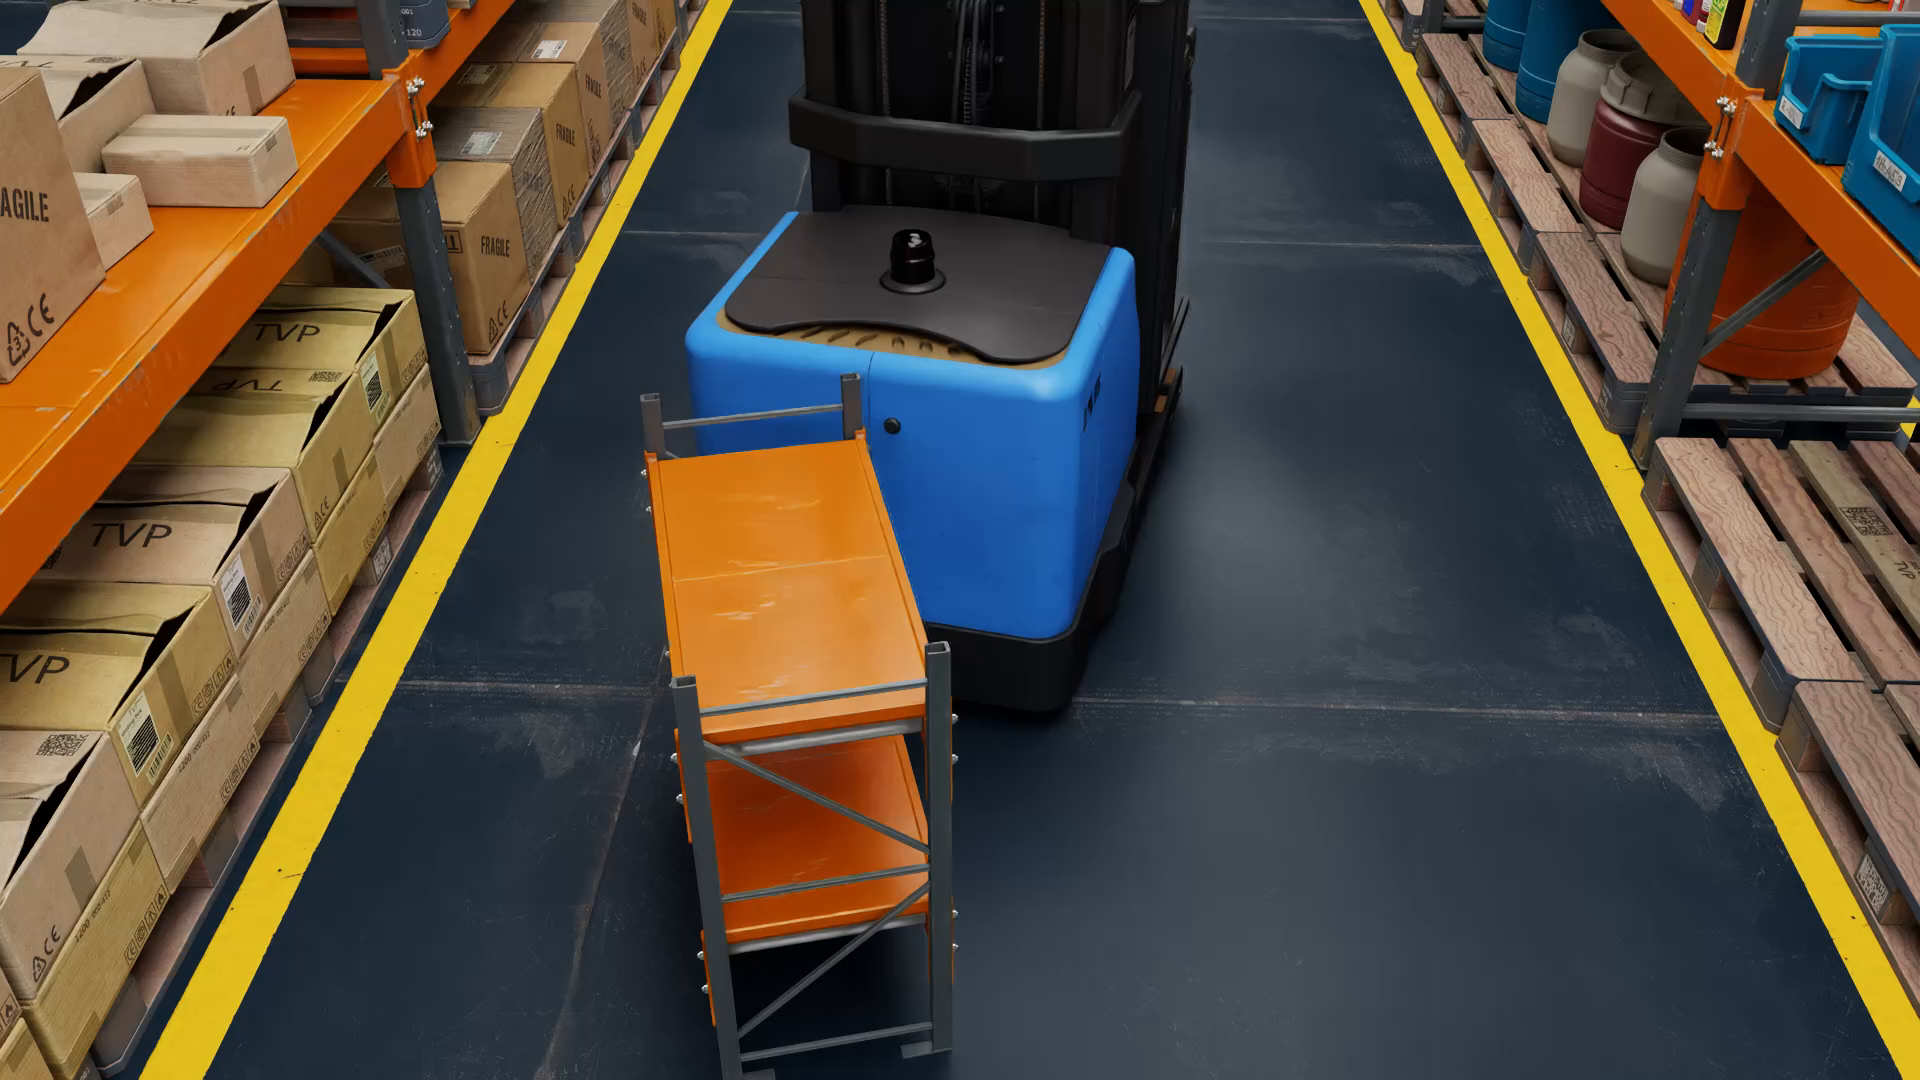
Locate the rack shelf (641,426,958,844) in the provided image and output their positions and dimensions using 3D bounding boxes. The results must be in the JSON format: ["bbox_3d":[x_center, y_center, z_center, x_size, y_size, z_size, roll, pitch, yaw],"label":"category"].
[{"bbox_3d":[-0.370,0.157,3.539,0.538,0.278,1.000,-7,36,-10],"label":"rack shelf"}]

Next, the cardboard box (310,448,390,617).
[{"bbox_3d":[-1.964,-0.034,4.716,0.500,0.250,0.500,1,35,1],"label":"cardboard box"}]

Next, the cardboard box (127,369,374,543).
[{"bbox_3d":[-1.959,-0.262,4.553,0.500,0.311,0.500,1,35,1],"label":"cardboard box"}]

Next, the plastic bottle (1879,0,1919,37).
[{"bbox_3d":[2.968,-1.669,5.124,0.152,0.276,0.135,1,35,2],"label":"plastic bottle"}]

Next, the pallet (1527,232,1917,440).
[{"bbox_3d":[2.770,-0.788,6.188,1.003,0.211,1.213,1,35,2],"label":"pallet"}]

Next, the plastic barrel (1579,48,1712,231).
[{"bbox_3d":[2.828,-1.590,6.636,0.600,0.588,0.708,1,35,2],"label":"plastic barrel"}]

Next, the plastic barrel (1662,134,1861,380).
[{"bbox_3d":[2.782,-1.040,5.644,0.600,0.830,0.708,1,35,2],"label":"plastic barrel"}]

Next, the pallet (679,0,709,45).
[{"bbox_3d":[-1.980,-3.143,9.539,1.003,0.211,1.213,1,35,2],"label":"pallet"}]

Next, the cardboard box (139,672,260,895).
[{"bbox_3d":[-2.005,0.550,3.884,0.500,0.250,0.500,2,35,3],"label":"cardboard box"}]

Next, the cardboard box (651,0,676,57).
[{"bbox_3d":[-1.742,-2.757,8.355,0.500,0.500,0.500,1,35,2],"label":"cardboard box"}]

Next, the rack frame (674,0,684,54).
[{"bbox_3d":[-2.009,-3.890,8.176,1.000,3.000,0.127,1,35,2],"label":"rack frame"}]

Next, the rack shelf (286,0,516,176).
[{"bbox_3d":[-2.089,-2.446,6.748,1.077,0.370,4.000,1,35,2],"label":"rack shelf"}]

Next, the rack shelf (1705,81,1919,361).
[{"bbox_3d":[2.699,-0.032,3.312,1.077,0.370,4.000,1,35,2],"label":"rack shelf"}]

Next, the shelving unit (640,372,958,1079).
[{"bbox_3d":[-0.370,0.397,3.707,0.538,1.125,1.048,-7,36,-10],"label":"shelving unit"}]

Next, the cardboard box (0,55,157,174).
[{"bbox_3d":[-2.399,-1.046,4.207,0.500,0.311,0.500,1,35,1],"label":"cardboard box"}]

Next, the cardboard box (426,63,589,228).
[{"bbox_3d":[-1.825,-1.593,6.699,0.500,0.500,0.500,1,35,1],"label":"cardboard box"}]

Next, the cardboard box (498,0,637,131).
[{"bbox_3d":[-1.791,-2.185,7.541,0.500,0.500,0.500,2,35,2],"label":"cardboard box"}]

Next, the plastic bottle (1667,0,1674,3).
[{"bbox_3d":[2.406,-1.890,5.504,0.097,0.201,0.097,0,35,0],"label":"plastic bottle"}]

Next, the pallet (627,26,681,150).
[{"bbox_3d":[-2.004,-2.280,8.311,1.003,0.211,1.213,1,35,2],"label":"pallet"}]

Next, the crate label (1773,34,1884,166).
[{"bbox_3d":[2.388,-1.173,4.456,0.303,0.233,0.416,1,35,2],"label":"crate label"}]

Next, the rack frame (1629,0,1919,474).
[{"bbox_3d":[2.780,-1.475,4.740,1.000,3.000,0.127,1,35,2],"label":"rack frame"}]

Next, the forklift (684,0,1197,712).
[{"bbox_3d":[0.164,-1.583,4.953,1.130,2.935,3.031,9,36,12],"label":"forklift"}]

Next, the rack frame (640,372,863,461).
[{"bbox_3d":[-0.476,0.111,4.114,0.500,1.125,0.032,-7,36,-10],"label":"rack frame"}]

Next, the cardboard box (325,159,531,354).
[{"bbox_3d":[-1.866,-1.004,5.861,0.500,0.500,0.500,3,35,4],"label":"cardboard box"}]

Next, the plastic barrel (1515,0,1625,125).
[{"bbox_3d":[2.873,-2.367,7.470,0.600,0.901,0.708,1,35,2],"label":"plastic barrel"}]

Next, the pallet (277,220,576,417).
[{"bbox_3d":[-2.102,-0.879,6.317,1.003,0.211,1.213,1,35,2],"label":"pallet"}]

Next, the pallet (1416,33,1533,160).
[{"bbox_3d":[2.868,-2.190,8.182,1.003,0.211,1.213,1,35,2],"label":"pallet"}]

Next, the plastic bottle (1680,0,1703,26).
[{"bbox_3d":[2.379,-1.802,5.307,0.061,0.283,0.133,1,35,2],"label":"plastic bottle"}]

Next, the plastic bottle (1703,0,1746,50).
[{"bbox_3d":[2.370,-1.669,5.118,0.061,0.283,0.133,1,35,2],"label":"plastic bottle"}]

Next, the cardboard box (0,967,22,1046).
[{"bbox_3d":[-2.039,0.911,2.883,0.500,0.311,0.500,1,35,1],"label":"cardboard box"}]

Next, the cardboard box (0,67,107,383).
[{"bbox_3d":[-2.220,-0.668,3.505,0.500,0.500,0.500,0,35,-1],"label":"cardboard box"}]

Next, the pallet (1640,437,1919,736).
[{"bbox_3d":[2.710,0.110,4.910,1.003,0.211,1.213,1,35,2],"label":"pallet"}]

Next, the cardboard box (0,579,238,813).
[{"bbox_3d":[-2.004,0.315,3.731,0.500,0.311,0.500,2,35,3],"label":"cardboard box"}]

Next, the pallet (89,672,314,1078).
[{"bbox_3d":[-2.293,0.721,4.041,1.003,0.211,1.213,1,35,2],"label":"pallet"}]

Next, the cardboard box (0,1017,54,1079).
[{"bbox_3d":[-2.044,1.140,3.045,0.500,0.250,0.500,2,35,3],"label":"cardboard box"}]
